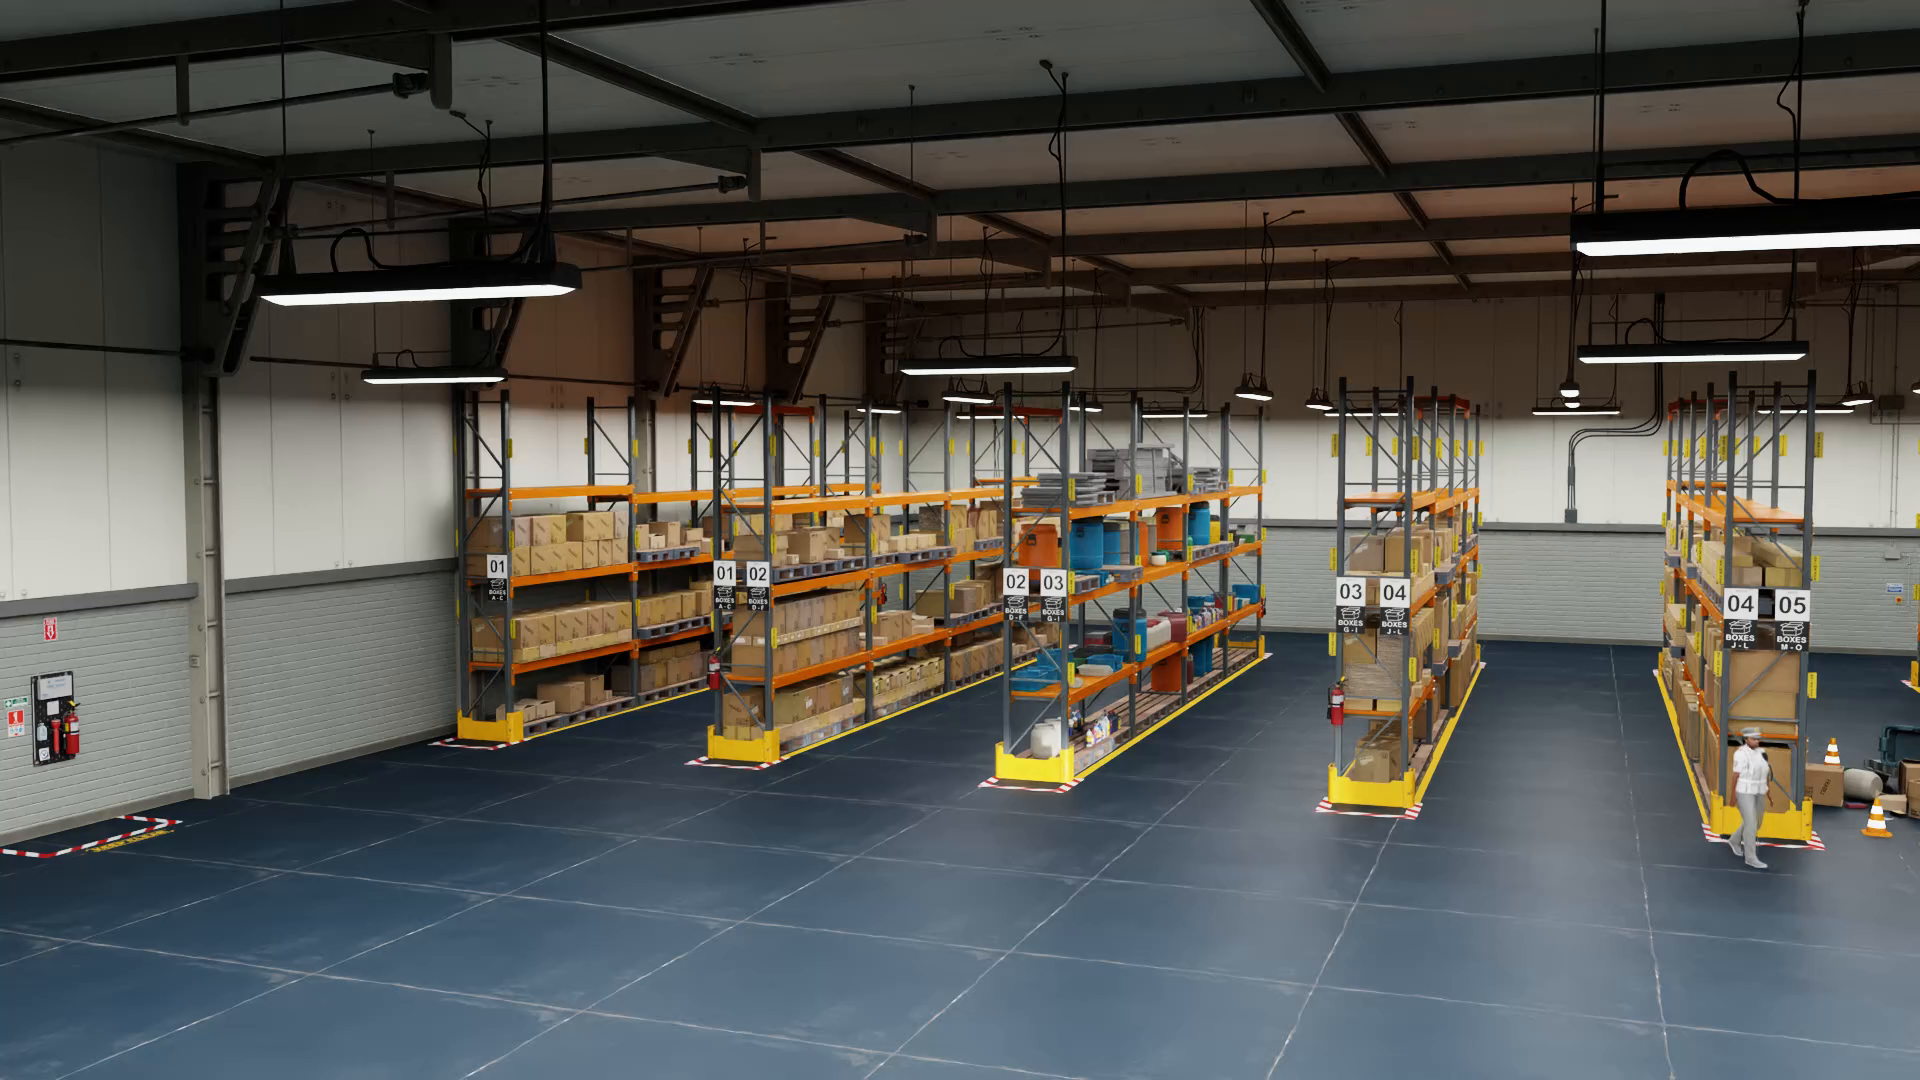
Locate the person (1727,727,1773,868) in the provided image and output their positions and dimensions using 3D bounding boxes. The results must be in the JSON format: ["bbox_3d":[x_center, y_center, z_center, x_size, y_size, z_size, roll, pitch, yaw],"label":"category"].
[{"bbox_3d":[9.525,3.055,20.076,0.470,1.665,0.756,-1,3,-20],"label":"person"}]
